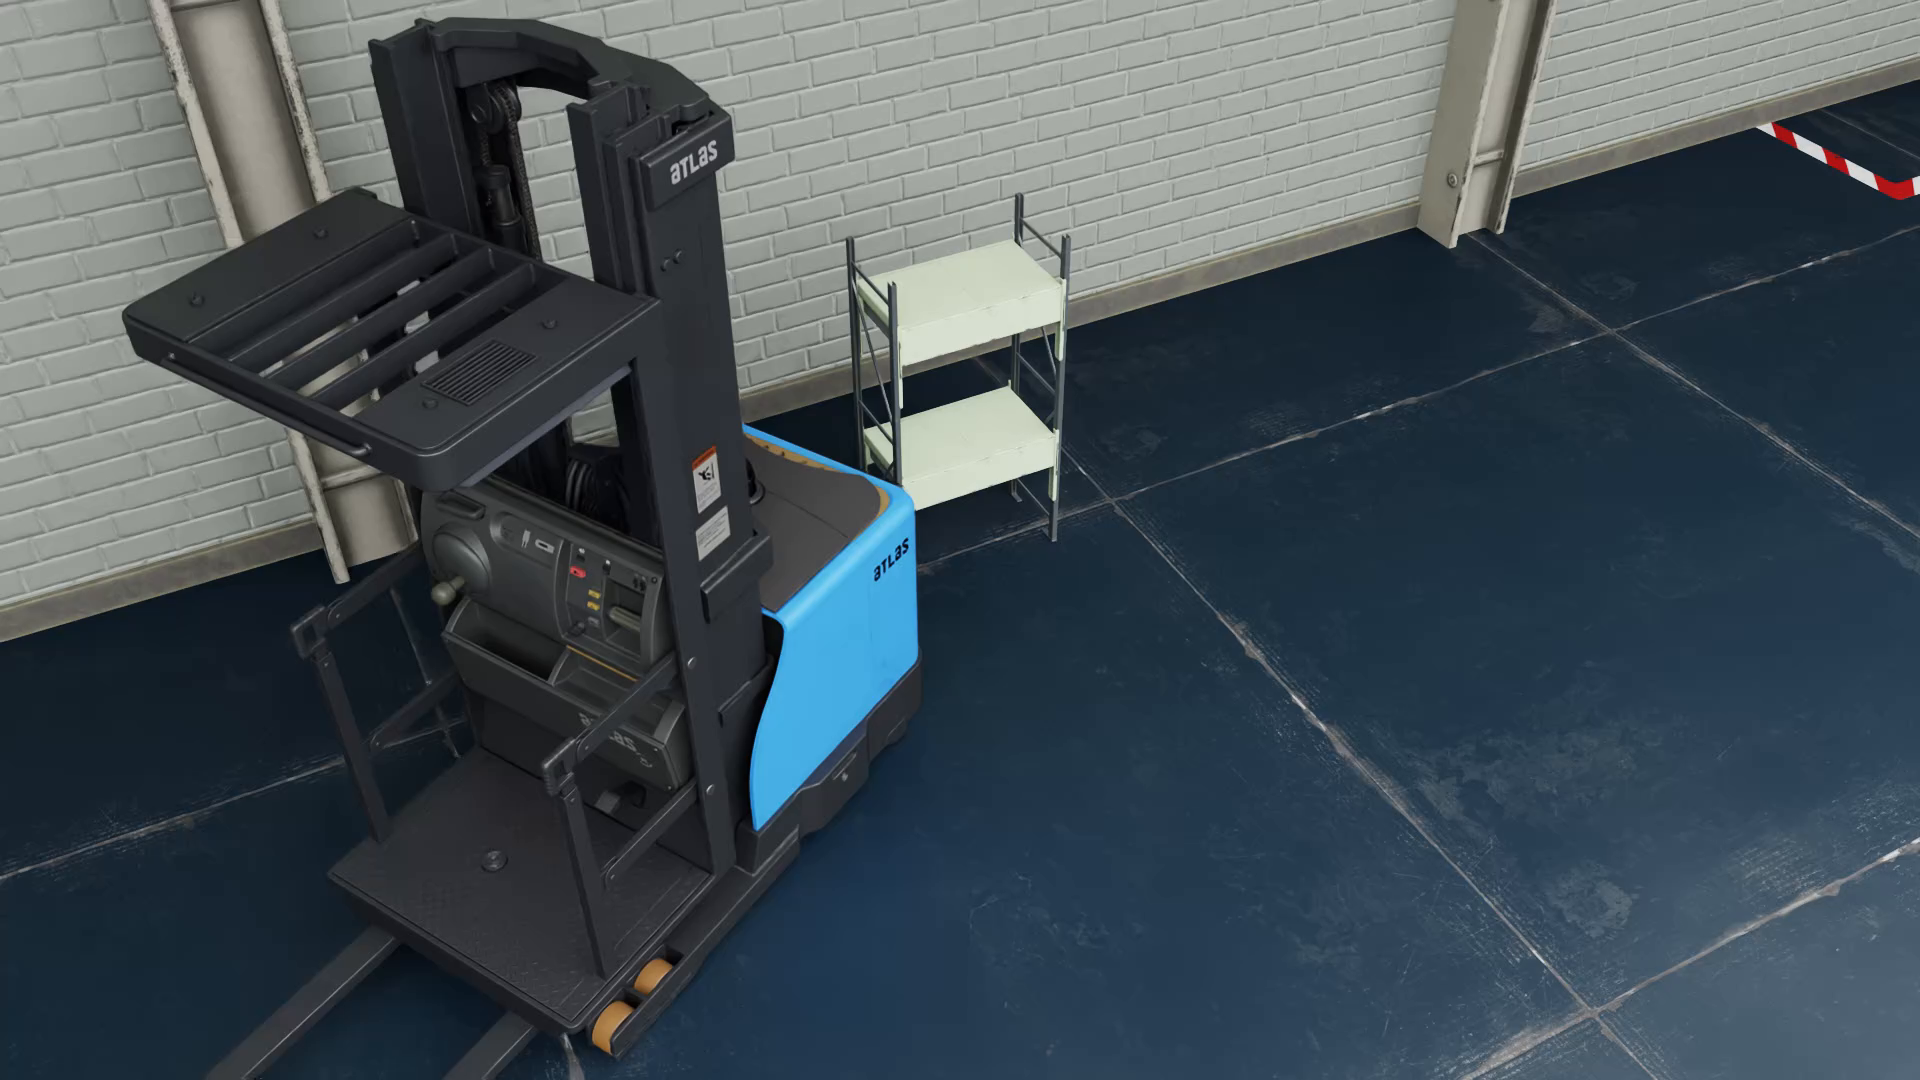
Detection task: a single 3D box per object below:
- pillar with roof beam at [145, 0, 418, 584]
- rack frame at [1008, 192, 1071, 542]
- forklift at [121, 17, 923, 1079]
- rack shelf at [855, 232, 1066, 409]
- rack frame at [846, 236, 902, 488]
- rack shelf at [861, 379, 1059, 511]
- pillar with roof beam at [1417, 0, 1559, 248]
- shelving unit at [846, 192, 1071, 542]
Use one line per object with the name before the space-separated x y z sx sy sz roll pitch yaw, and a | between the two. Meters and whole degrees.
pillar with roof beam | -0.541 -0.926 1.379 0.400 9.000 9.100 -19 44 -21
rack frame | 0.319 -0.680 6.892 0.023 1.500 0.400 -19 44 -21
forklift | -1.358 0.171 4.780 1.130 2.935 3.031 22 45 24
rack shelf | -0.006 -0.868 6.511 0.720 0.370 0.431 -19 44 -21
rack frame | -0.331 -0.461 6.634 0.023 1.500 0.400 -19 44 -21
rack shelf | -0.006 -0.322 6.974 0.720 0.370 0.431 -19 44 -21
pillar with roof beam | 4.780 -2.717 3.495 0.400 9.000 9.100 -19 44 -21
shelving unit | -0.006 -0.570 6.763 0.755 1.500 0.431 -19 44 -21
